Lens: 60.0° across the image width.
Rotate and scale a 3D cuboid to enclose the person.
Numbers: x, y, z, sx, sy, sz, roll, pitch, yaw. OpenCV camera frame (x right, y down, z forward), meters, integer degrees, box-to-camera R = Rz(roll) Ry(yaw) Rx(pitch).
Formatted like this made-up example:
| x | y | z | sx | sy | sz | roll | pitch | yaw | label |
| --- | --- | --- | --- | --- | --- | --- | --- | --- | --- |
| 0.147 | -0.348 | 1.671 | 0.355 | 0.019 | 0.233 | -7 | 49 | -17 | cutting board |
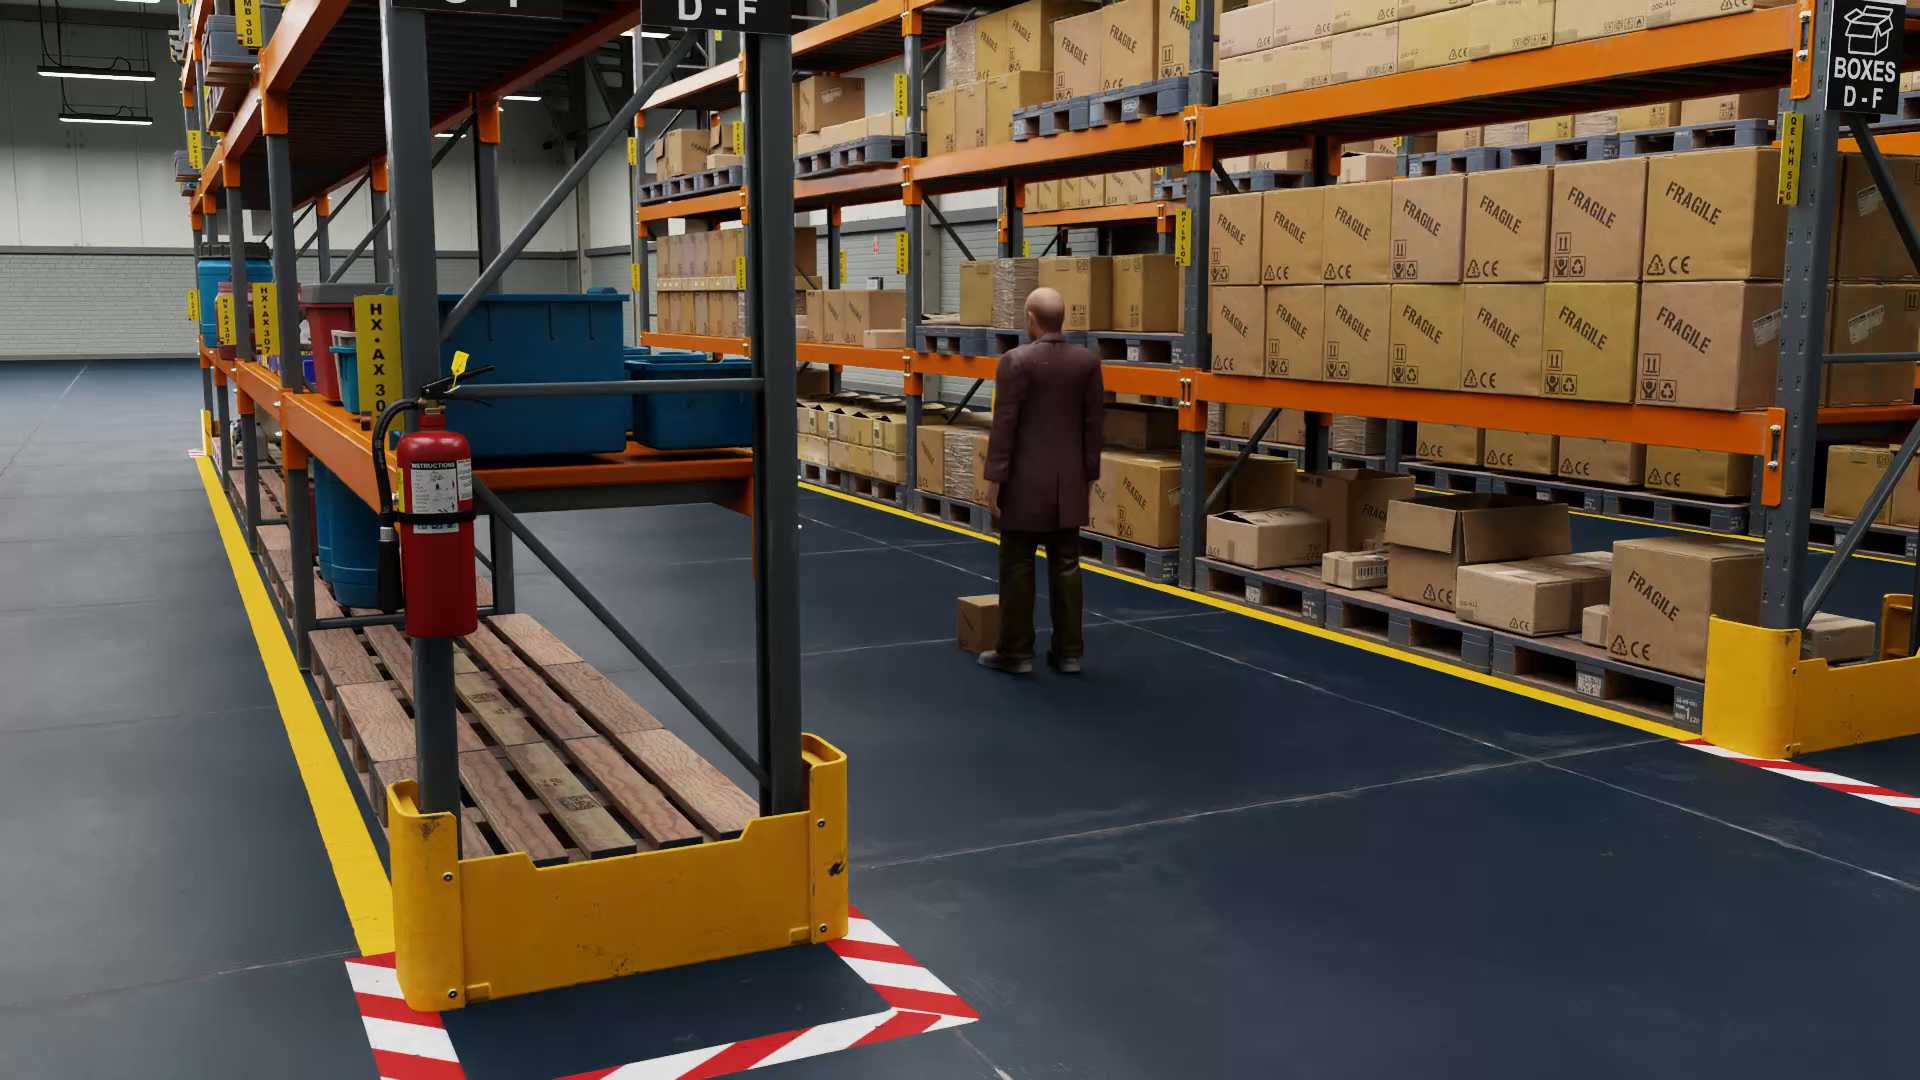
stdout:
| x | y | z | sx | sy | sz | roll | pitch | yaw | label |
| --- | --- | --- | --- | --- | --- | --- | --- | --- | --- |
| 0.345 | -0.274 | 7.747 | 0.601 | 1.789 | 0.454 | -4 | 9 | -25 | person |
